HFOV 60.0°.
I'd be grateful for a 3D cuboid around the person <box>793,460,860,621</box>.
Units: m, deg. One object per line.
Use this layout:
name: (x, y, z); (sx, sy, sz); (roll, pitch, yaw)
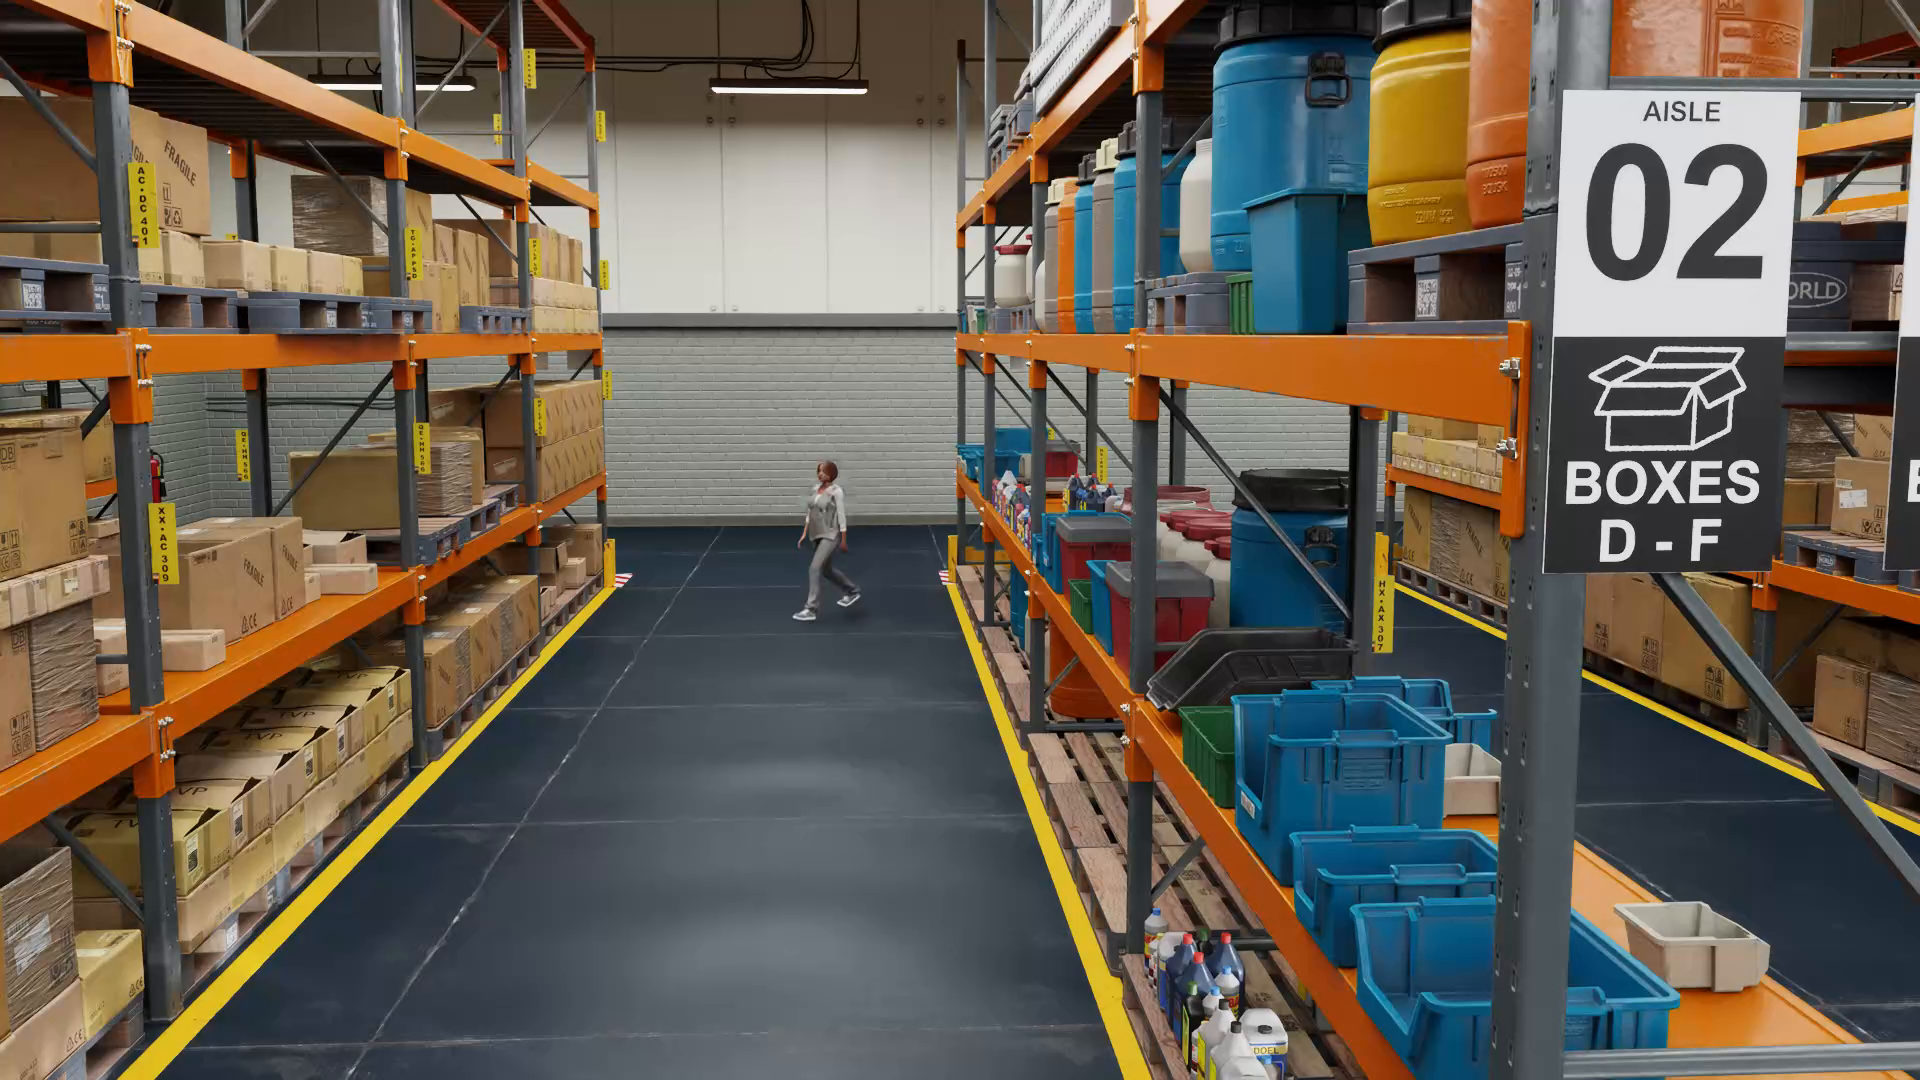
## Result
person: (-1.325, -0.019, 16.397); (0.930, 1.546, 0.406); (-6, 9, -41)
